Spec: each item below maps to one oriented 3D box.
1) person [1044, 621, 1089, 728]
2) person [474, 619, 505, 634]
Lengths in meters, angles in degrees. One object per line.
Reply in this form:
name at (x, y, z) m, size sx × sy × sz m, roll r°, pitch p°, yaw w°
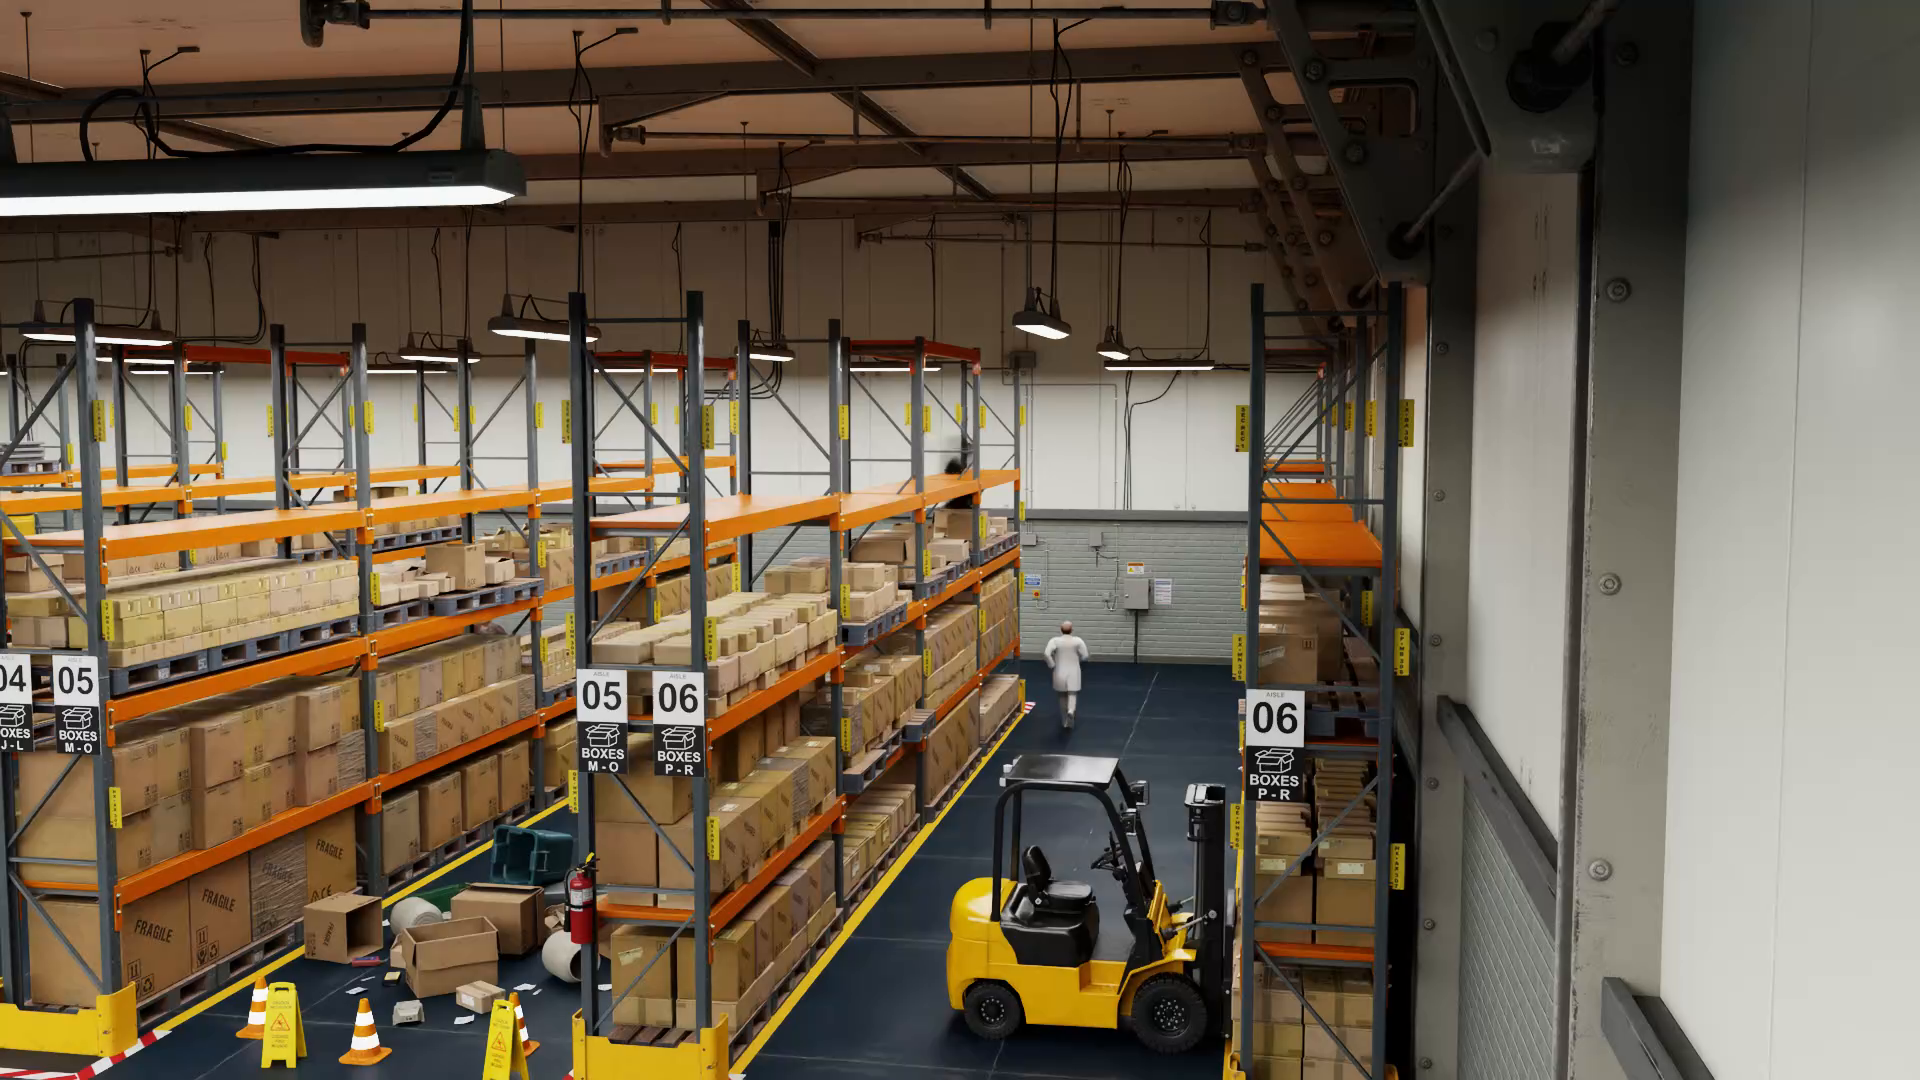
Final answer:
person at (1.687, 2.149, 26.363) m, size 0.712 × 1.756 × 1.031 m, roll 0°, pitch 5°, yaw 4°
person at (-7.821, 2.034, 27.588) m, size 0.682 × 1.812 × 1.002 m, roll 0°, pitch 5°, yaw 4°
